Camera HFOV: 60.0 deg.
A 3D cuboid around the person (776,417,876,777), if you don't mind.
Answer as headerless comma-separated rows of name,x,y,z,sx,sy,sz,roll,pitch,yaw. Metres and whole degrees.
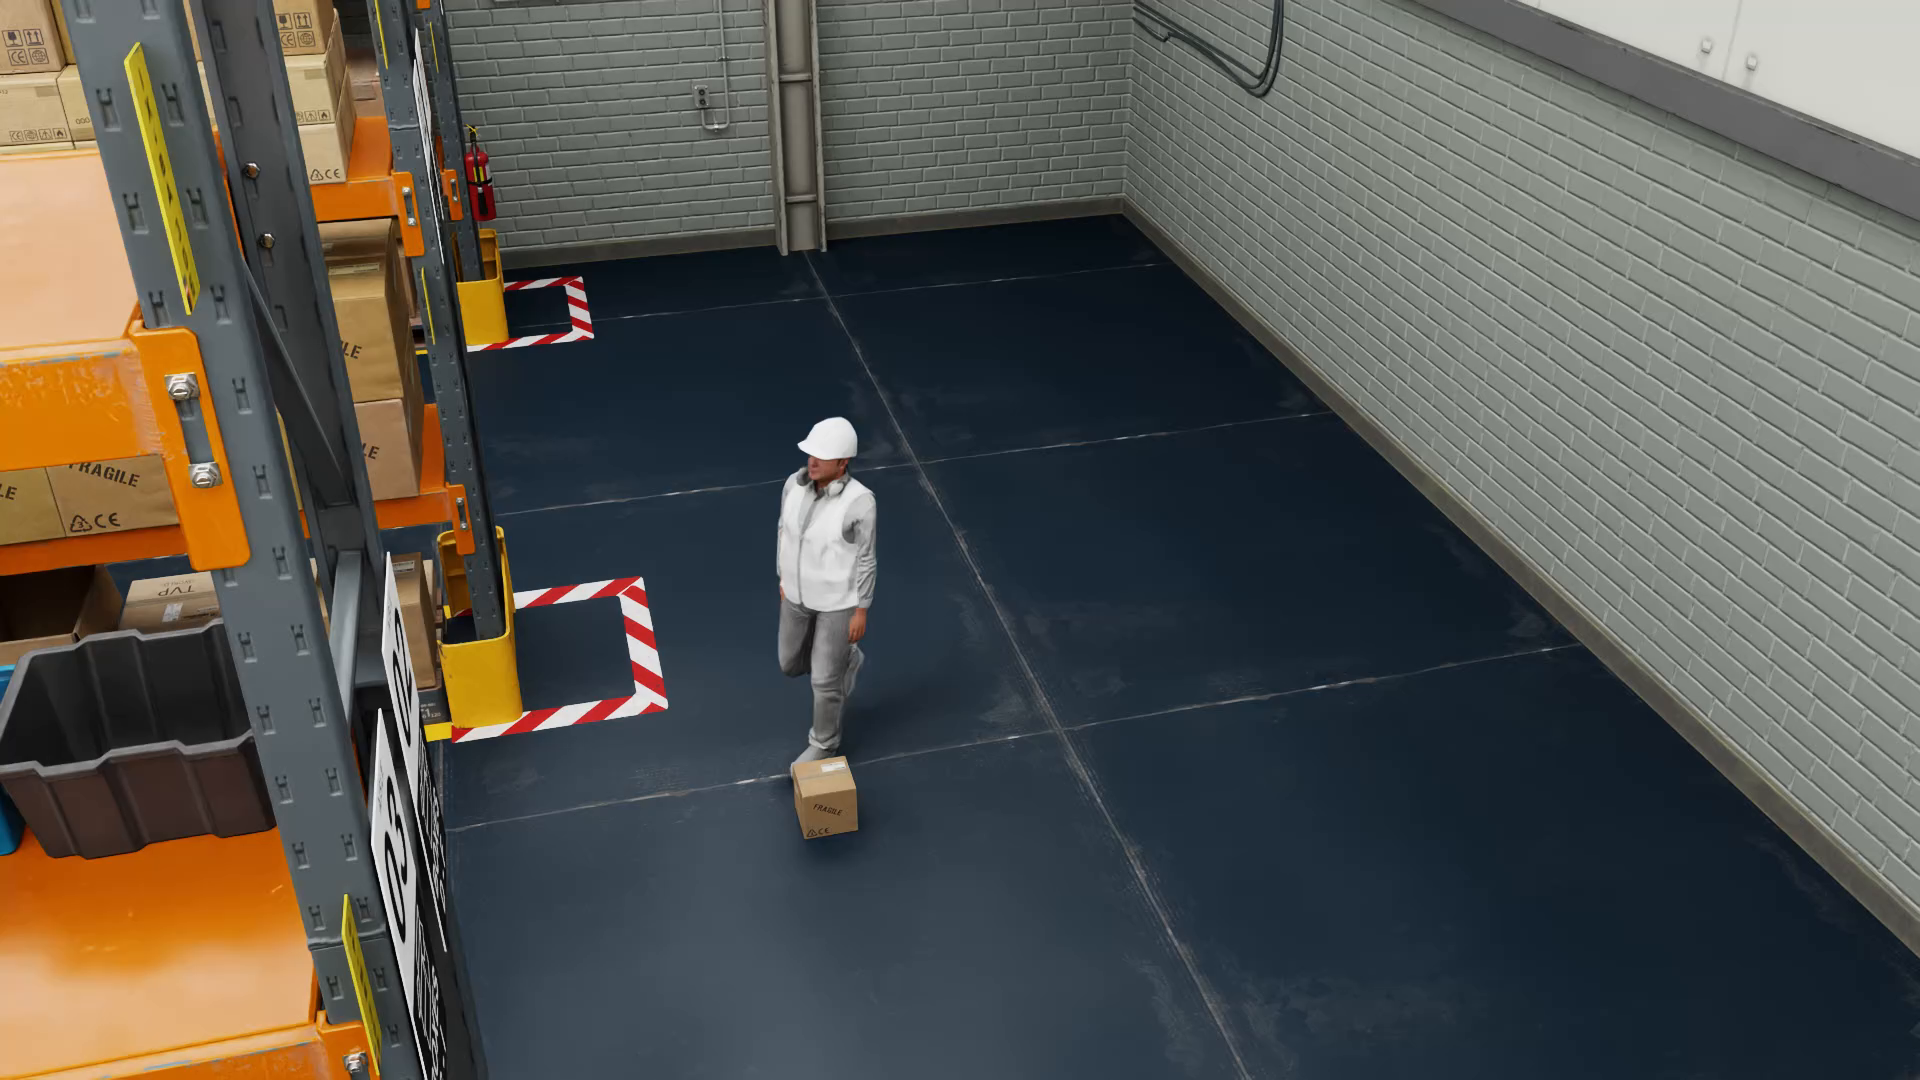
person,-0.631,0.233,7.809,0.554,1.758,0.733,20,36,31
